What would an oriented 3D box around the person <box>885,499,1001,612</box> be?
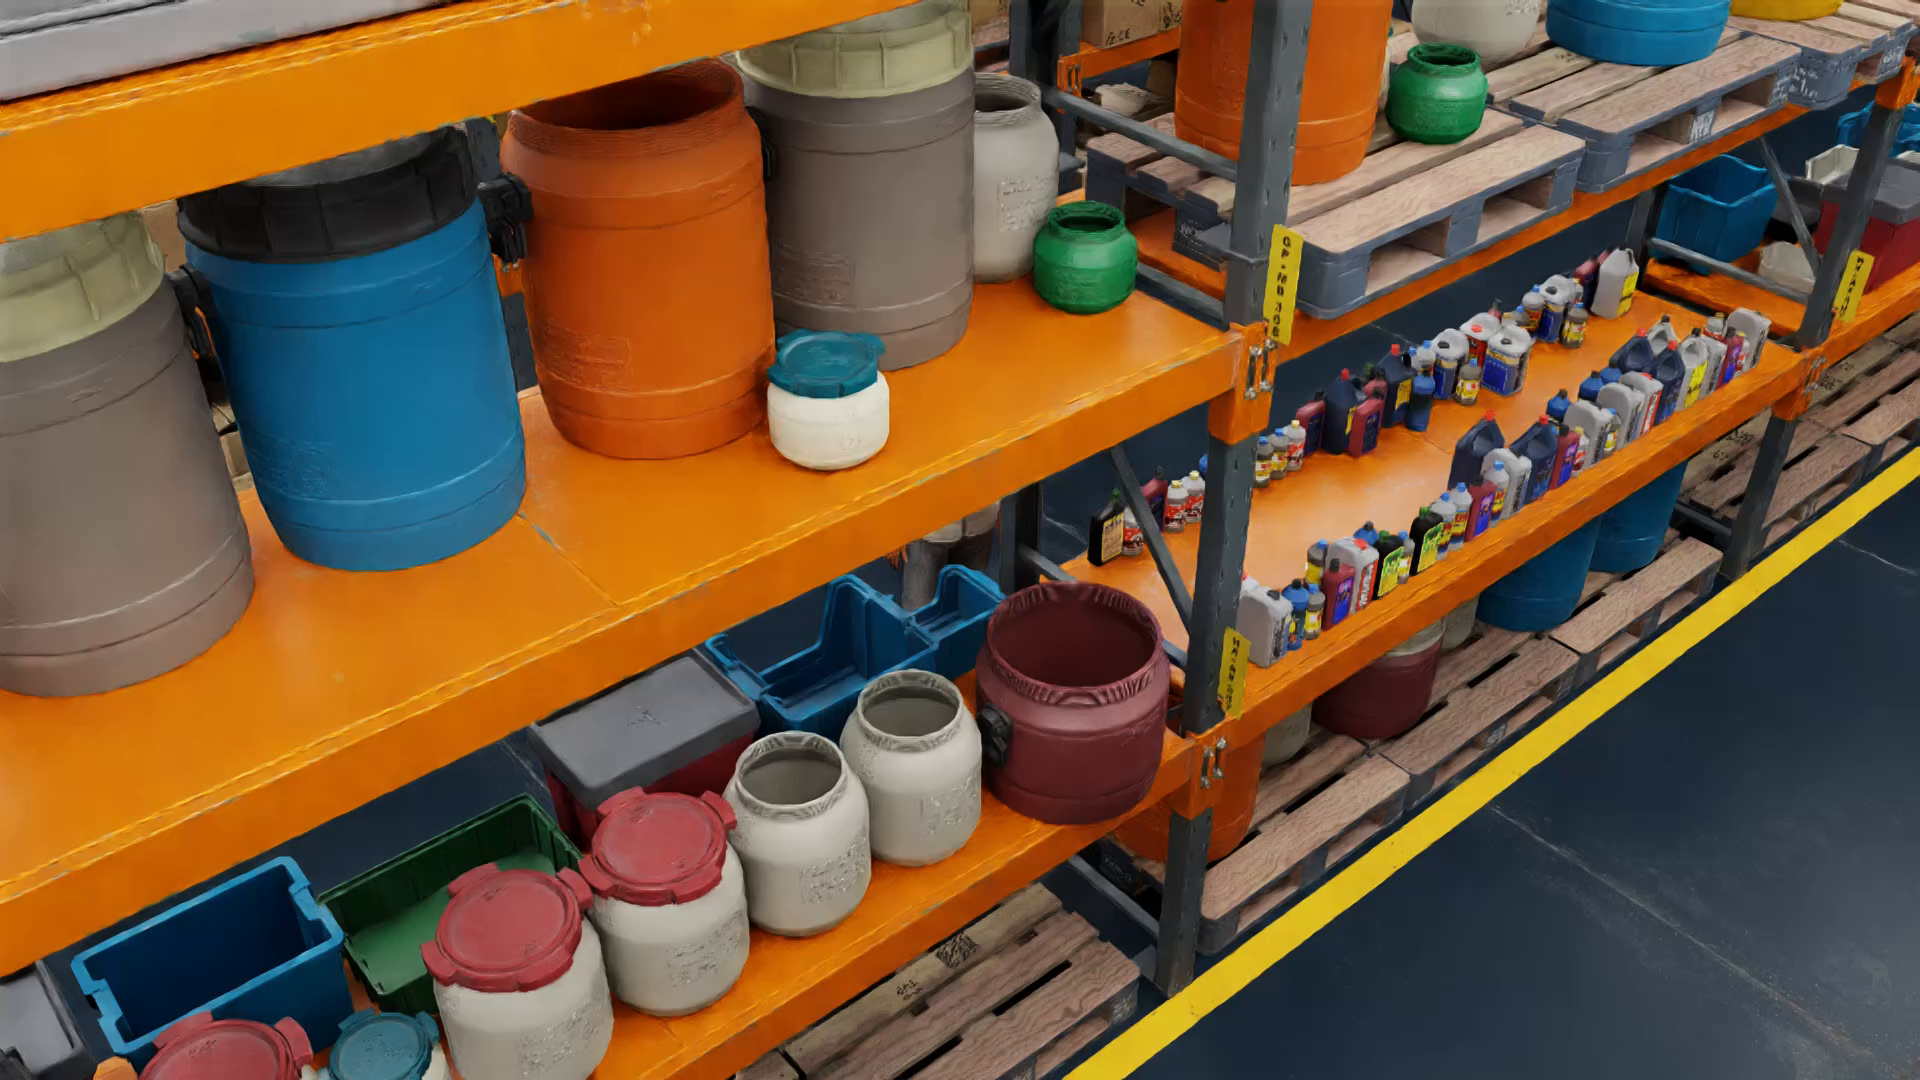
[{"bbox_3d":[-0.062,-0.076,7.158,0.585,1.762,0.386,-14,38,-19],"label":"person"}]
